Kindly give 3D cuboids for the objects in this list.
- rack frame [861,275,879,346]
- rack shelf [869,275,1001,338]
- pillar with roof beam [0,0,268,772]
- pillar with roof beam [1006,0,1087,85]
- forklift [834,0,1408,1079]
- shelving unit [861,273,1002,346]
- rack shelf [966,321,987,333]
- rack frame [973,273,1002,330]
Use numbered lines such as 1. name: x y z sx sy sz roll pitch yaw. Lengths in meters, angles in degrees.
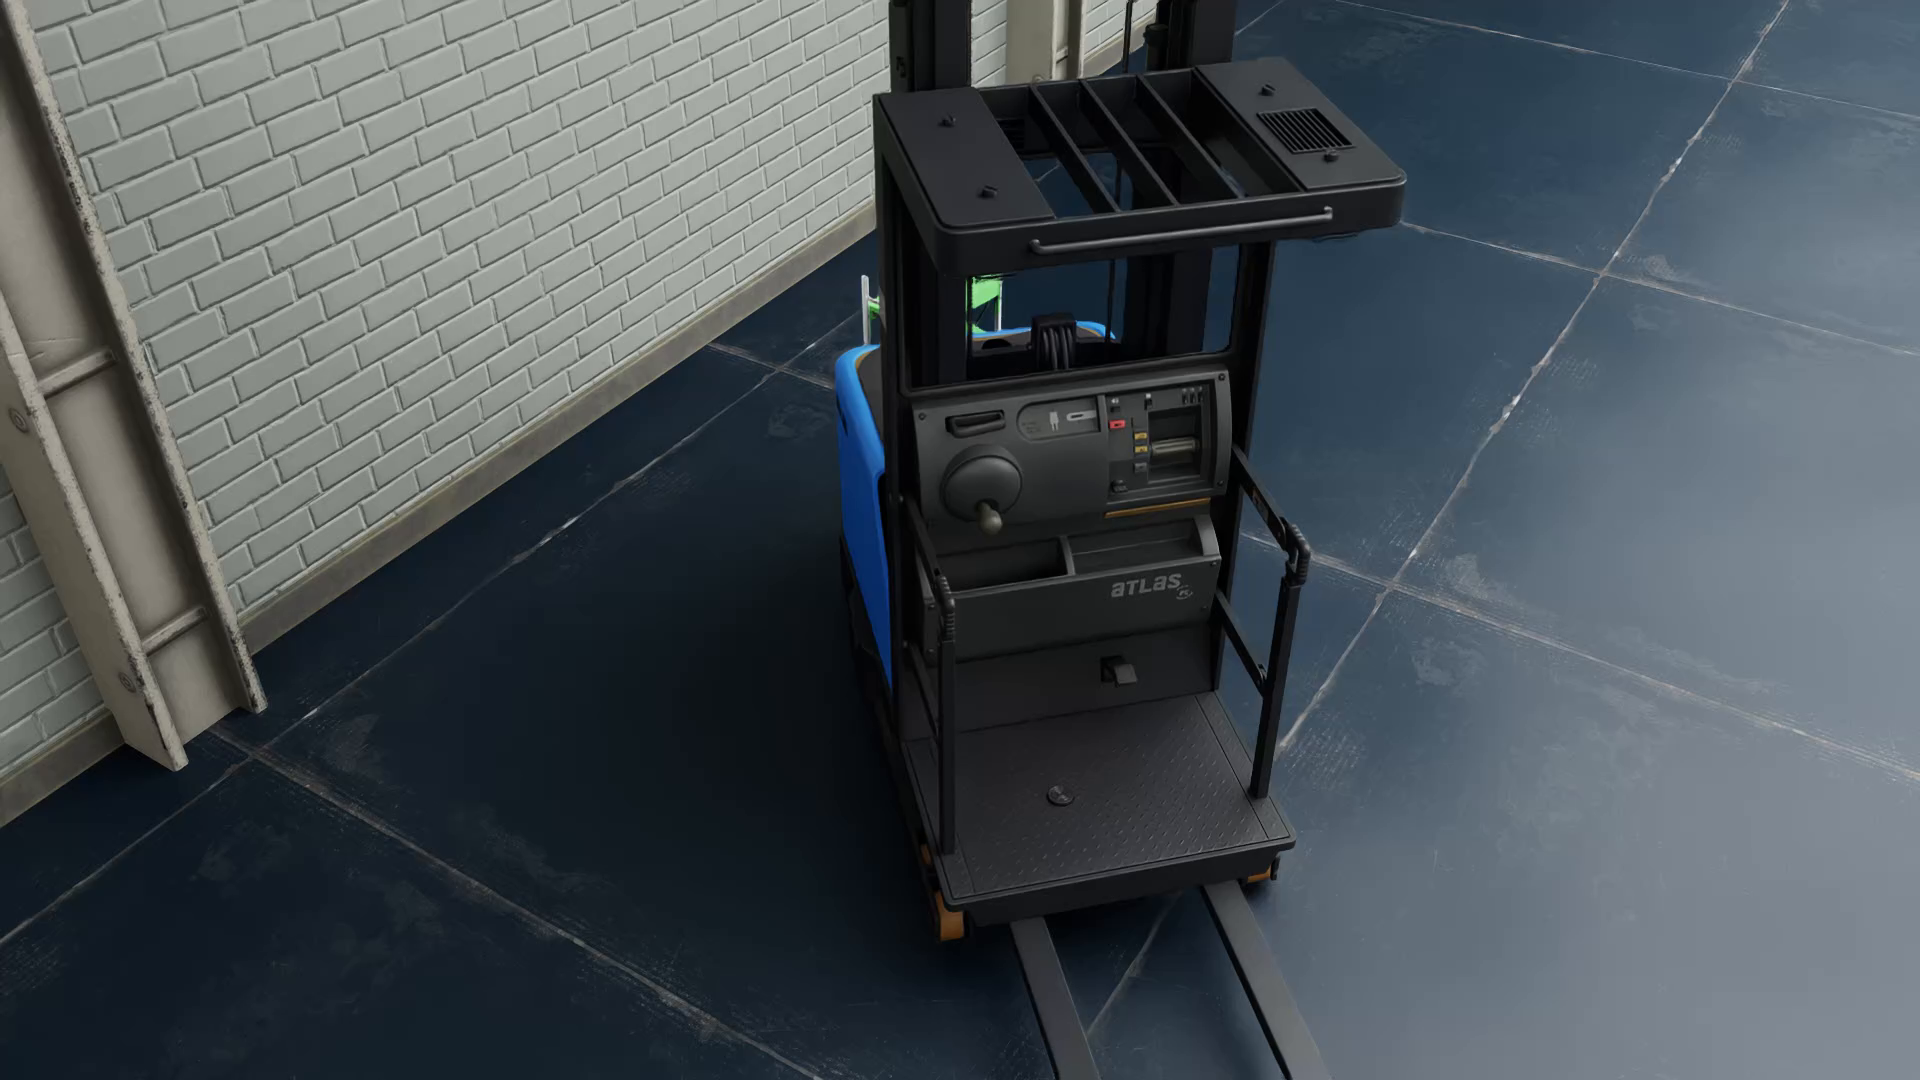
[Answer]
1. rack frame: -0.264 -0.433 6.329 0.240 1.200 0.015 29 46 32
2. rack shelf: -0.101 -0.873 6.218 0.258 0.148 0.480 29 46 32
3. pillar with roof beam: 0.915 -1.510 1.338 9.100 9.000 0.400 21 42 25
4. pillar with roof beam: 4.130 -4.603 5.351 9.100 9.000 0.400 21 42 25
5. forklift: 0.381 -0.182 4.586 1.130 2.935 3.031 -8 38 -11
6. shelving unit: -0.101 -0.543 6.472 0.258 1.200 0.503 29 46 32
7. rack shelf: -0.101 -0.683 6.365 0.258 0.148 0.480 29 46 32
8. rack frame: 0.063 -0.654 6.615 0.240 1.200 0.015 29 46 32
